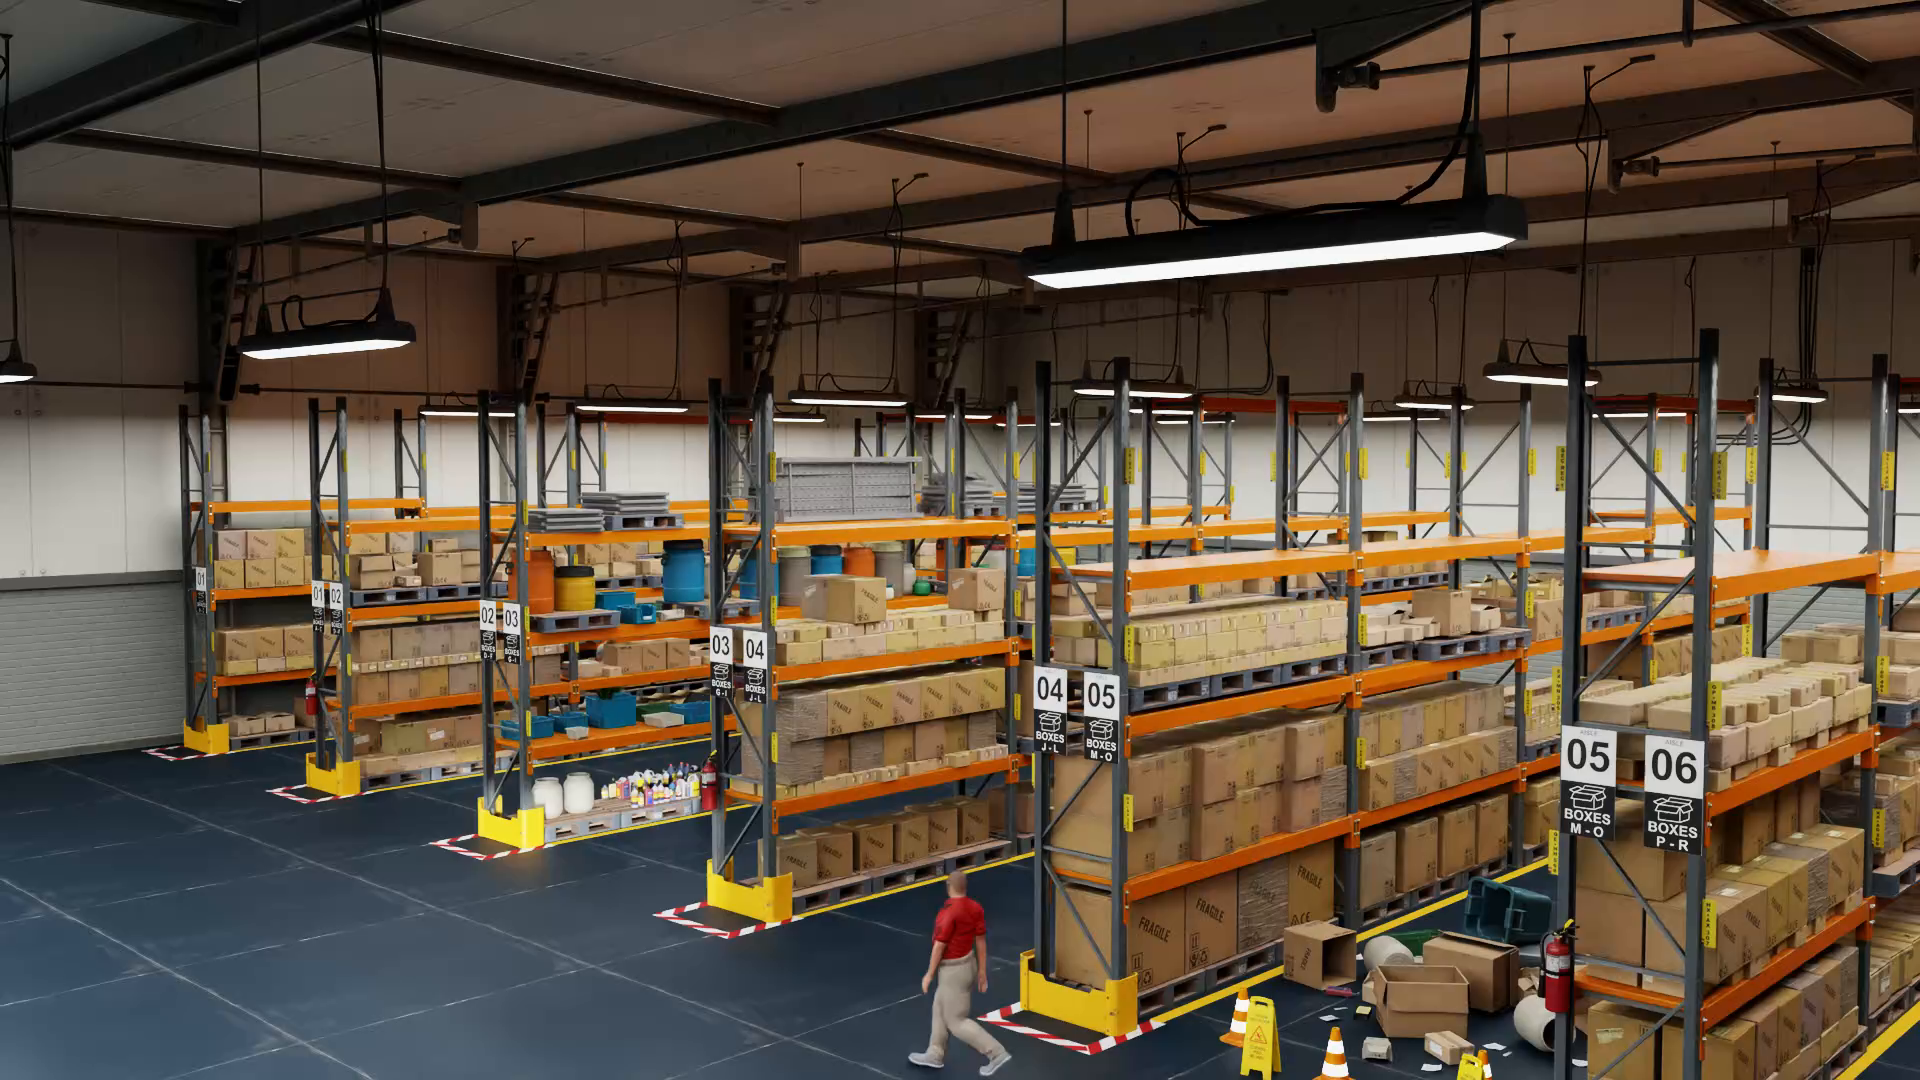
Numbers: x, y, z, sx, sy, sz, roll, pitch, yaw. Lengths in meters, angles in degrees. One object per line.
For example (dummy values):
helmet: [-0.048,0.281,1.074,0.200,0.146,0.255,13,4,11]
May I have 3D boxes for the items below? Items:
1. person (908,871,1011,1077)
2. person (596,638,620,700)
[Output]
person: [-0.016,3.582,13.739,0.969,1.696,0.486,1,3,17]
person: [-6.703,2.589,31.829,0.402,1.801,0.564,3,4,43]
